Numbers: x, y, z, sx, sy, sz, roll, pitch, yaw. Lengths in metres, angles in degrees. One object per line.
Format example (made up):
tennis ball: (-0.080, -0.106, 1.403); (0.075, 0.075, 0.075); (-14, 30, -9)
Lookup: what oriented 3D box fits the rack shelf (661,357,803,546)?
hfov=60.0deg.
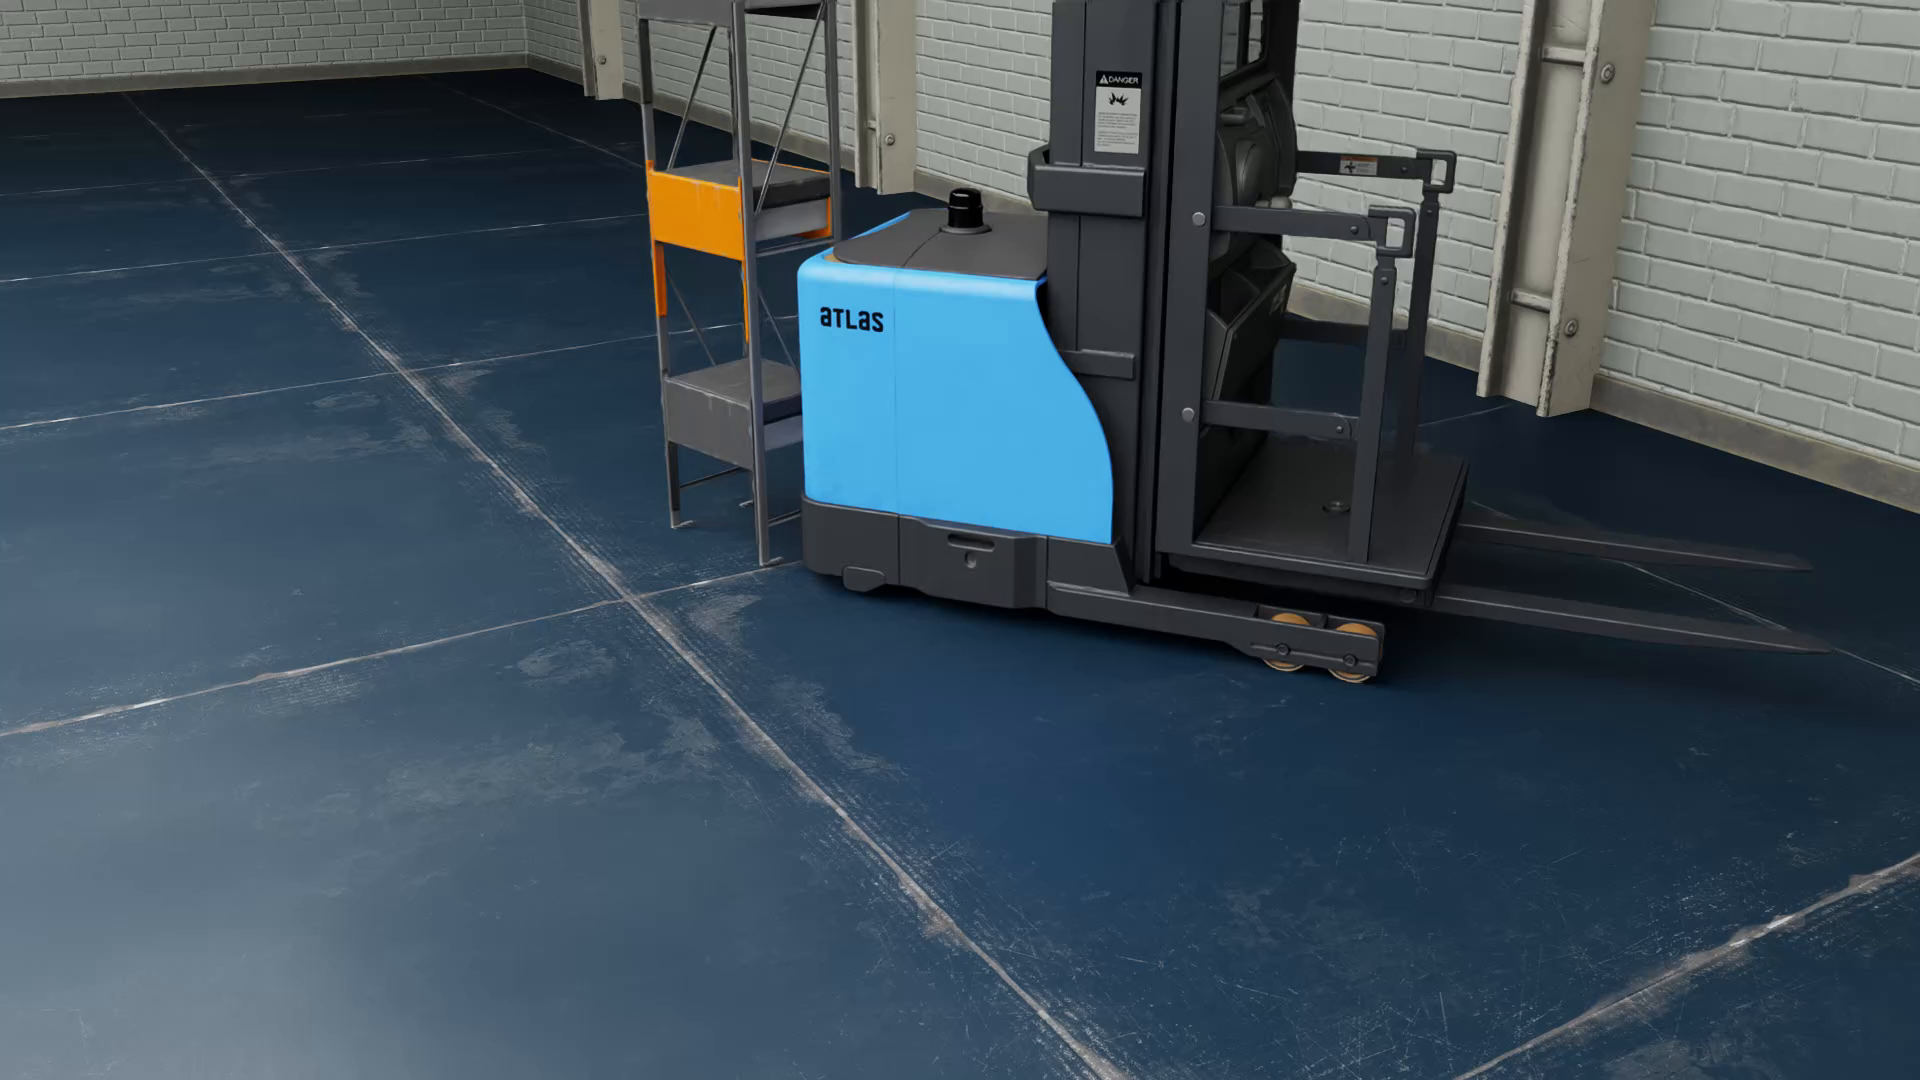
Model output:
rack shelf: (-0.706, -0.338, 5.749); (0.480, 0.518, 0.431); (20, 29, 40)

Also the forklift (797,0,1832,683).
forklift: (1.057, -1.173, 4.806); (3.031, 2.935, 1.130); (8, 24, 20)

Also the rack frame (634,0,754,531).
rack frame: (-0.882, -1.062, 5.637); (0.015, 2.100, 0.400); (20, 29, 40)

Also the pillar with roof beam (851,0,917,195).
pillar with roof beam: (-4.237, -5.898, 8.372); (9.100, 9.000, 0.400); (-13, 25, -28)

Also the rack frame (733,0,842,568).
rack frame: (-0.530, -0.935, 5.324); (0.015, 2.100, 0.400); (20, 29, 40)

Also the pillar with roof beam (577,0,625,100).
pillar with roof beam: (-7.302, -7.841, 13.151); (9.100, 9.000, 0.400); (-13, 25, -28)

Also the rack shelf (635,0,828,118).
rack shelf: (-0.706, -1.635, 5.222); (0.480, 0.518, 0.431); (20, 29, 40)

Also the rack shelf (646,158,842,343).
rack shelf: (-0.706, -0.986, 5.485); (0.480, 0.518, 0.431); (20, 29, 40)

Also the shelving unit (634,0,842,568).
shelving unit: (-0.706, -0.999, 5.480); (0.503, 2.100, 0.431); (20, 29, 40)

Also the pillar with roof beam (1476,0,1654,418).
pillar with roof beam: (-1.172, -3.956, 3.594); (9.100, 9.000, 0.400); (-13, 25, -28)
